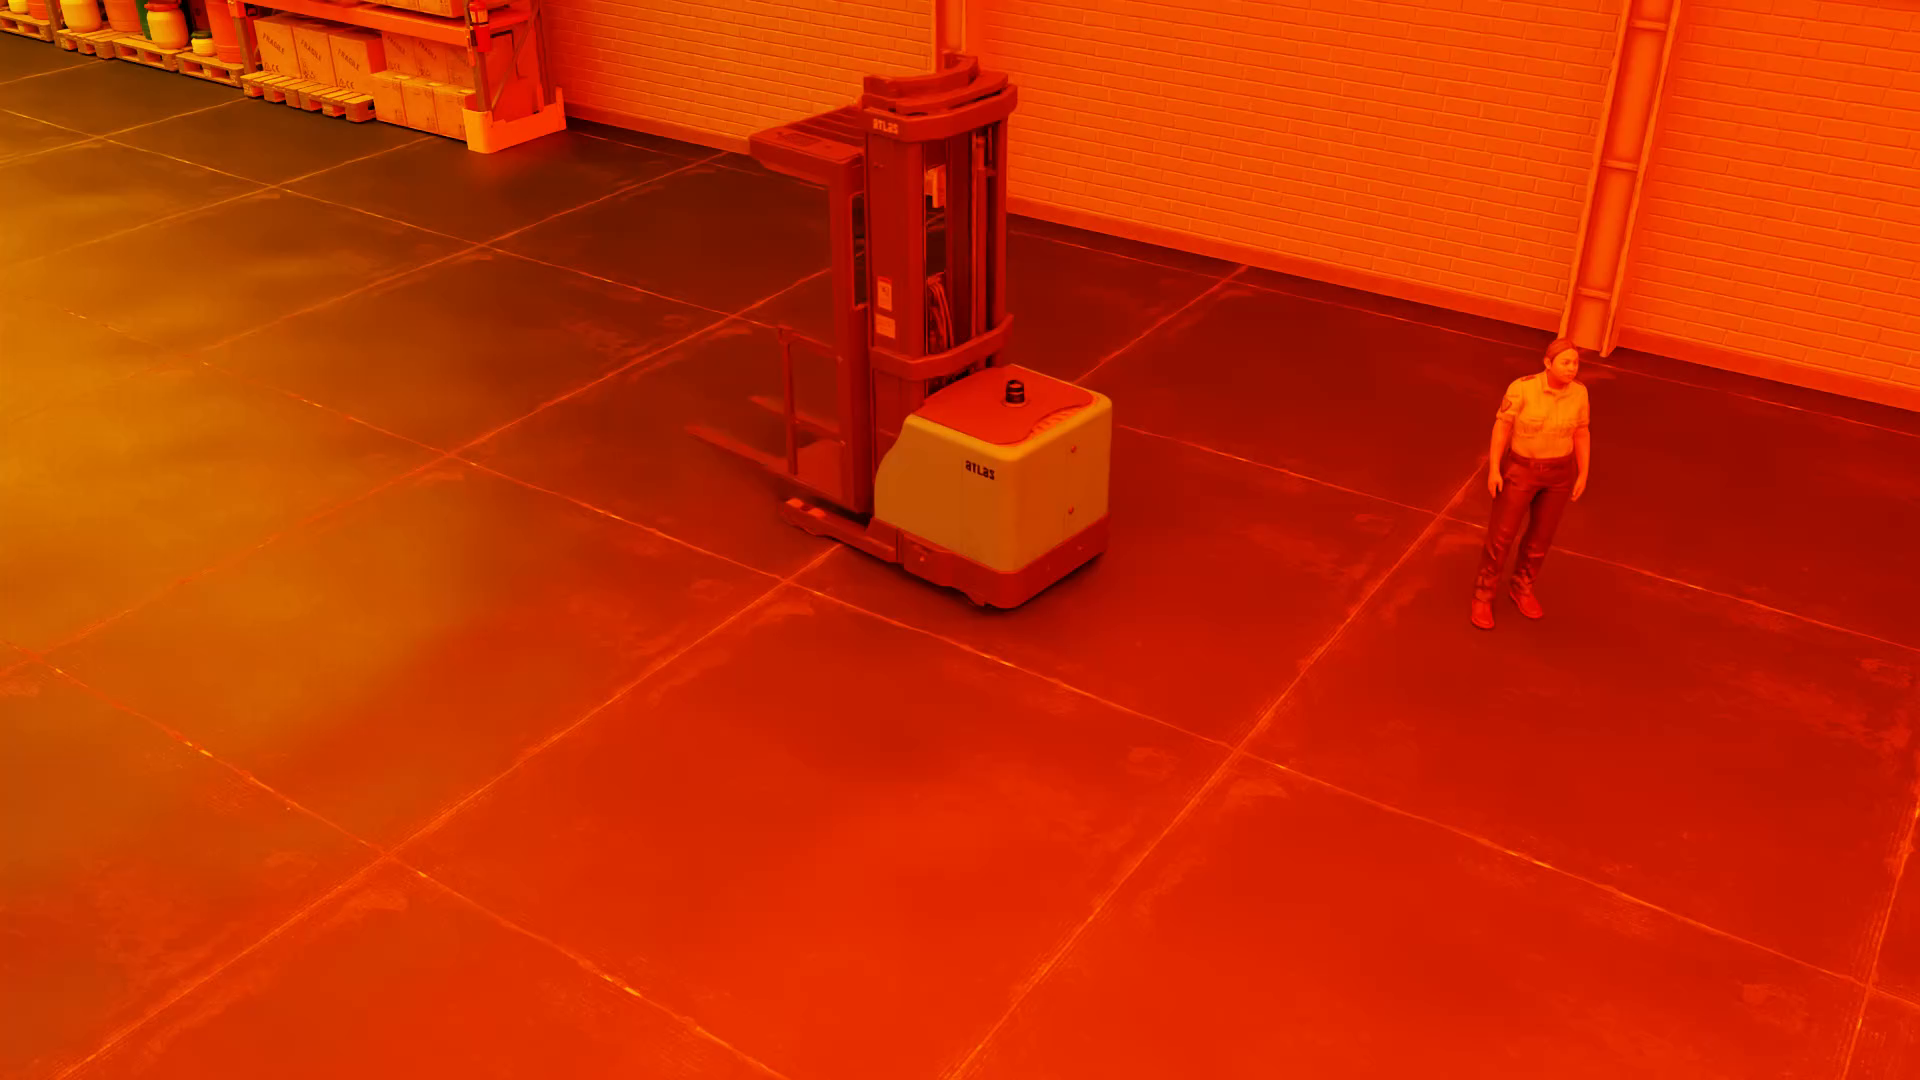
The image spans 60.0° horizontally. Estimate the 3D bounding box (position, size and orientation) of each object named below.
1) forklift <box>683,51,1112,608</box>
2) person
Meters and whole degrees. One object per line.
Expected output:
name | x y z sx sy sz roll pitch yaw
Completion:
forklift | -0.532 -1.478 10.127 3.031 2.935 1.130 23 37 34
person | 3.266 -0.312 9.398 0.598 1.639 0.491 -1 30 -2
